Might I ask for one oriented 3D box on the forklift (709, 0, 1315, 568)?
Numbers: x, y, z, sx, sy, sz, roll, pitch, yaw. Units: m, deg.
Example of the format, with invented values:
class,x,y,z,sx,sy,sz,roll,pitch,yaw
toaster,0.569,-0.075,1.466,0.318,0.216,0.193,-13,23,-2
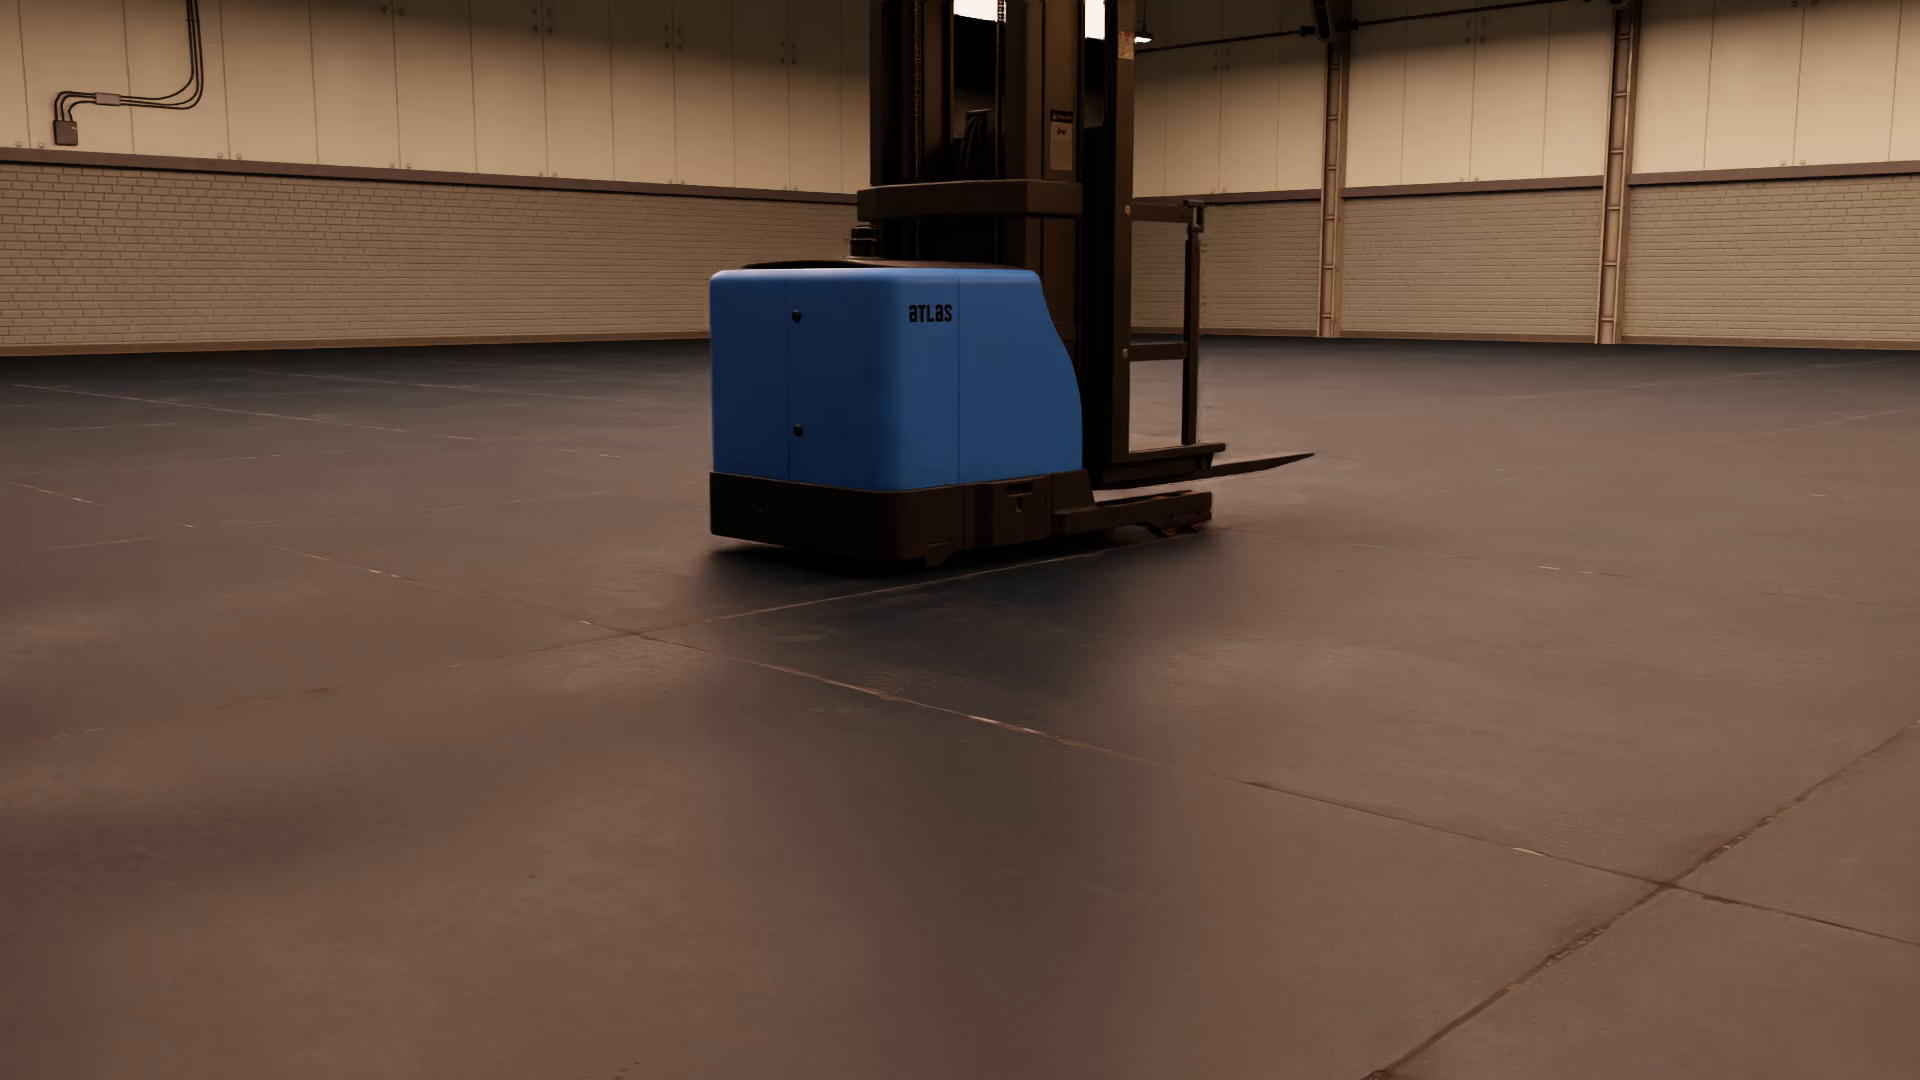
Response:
class,x,y,z,sx,sy,sz,roll,pitch,yaw
forklift,0.417,-1.516,6.941,1.130,2.935,3.031,8,12,43
